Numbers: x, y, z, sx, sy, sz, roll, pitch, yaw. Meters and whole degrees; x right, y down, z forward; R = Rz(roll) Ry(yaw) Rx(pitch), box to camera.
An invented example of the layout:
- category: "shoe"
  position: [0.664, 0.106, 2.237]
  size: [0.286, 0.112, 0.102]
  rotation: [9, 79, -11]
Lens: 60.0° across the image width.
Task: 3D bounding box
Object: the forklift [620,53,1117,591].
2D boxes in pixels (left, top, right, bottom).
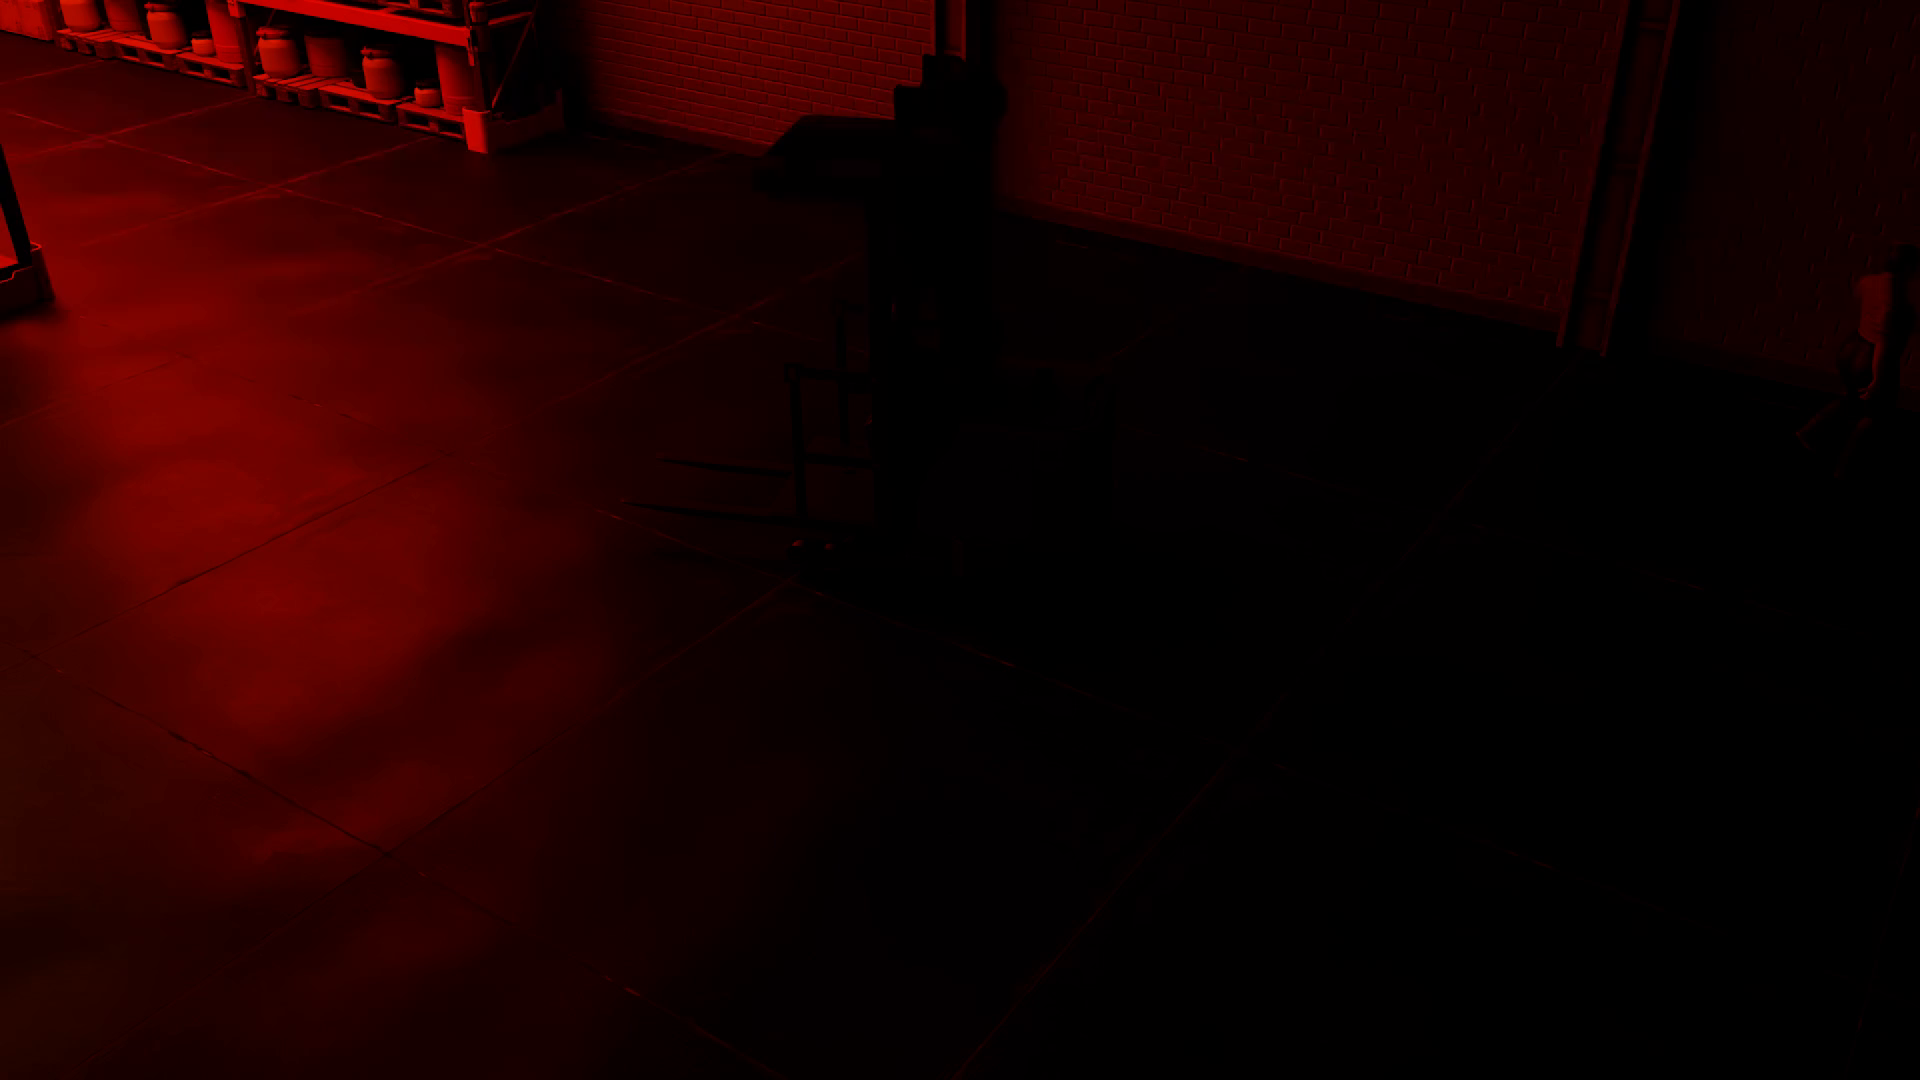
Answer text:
- category: "forklift"
  position: [-0.596, -1.330, 9.871]
  size: [3.031, 2.935, 1.130]
  rotation: [6, 31, 10]

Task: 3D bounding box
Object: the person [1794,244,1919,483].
- category: "person"
  position: [5.933, -1.160, 10.881]
  size: [0.517, 1.631, 0.692]
  rotation: [-1, 30, -1]
